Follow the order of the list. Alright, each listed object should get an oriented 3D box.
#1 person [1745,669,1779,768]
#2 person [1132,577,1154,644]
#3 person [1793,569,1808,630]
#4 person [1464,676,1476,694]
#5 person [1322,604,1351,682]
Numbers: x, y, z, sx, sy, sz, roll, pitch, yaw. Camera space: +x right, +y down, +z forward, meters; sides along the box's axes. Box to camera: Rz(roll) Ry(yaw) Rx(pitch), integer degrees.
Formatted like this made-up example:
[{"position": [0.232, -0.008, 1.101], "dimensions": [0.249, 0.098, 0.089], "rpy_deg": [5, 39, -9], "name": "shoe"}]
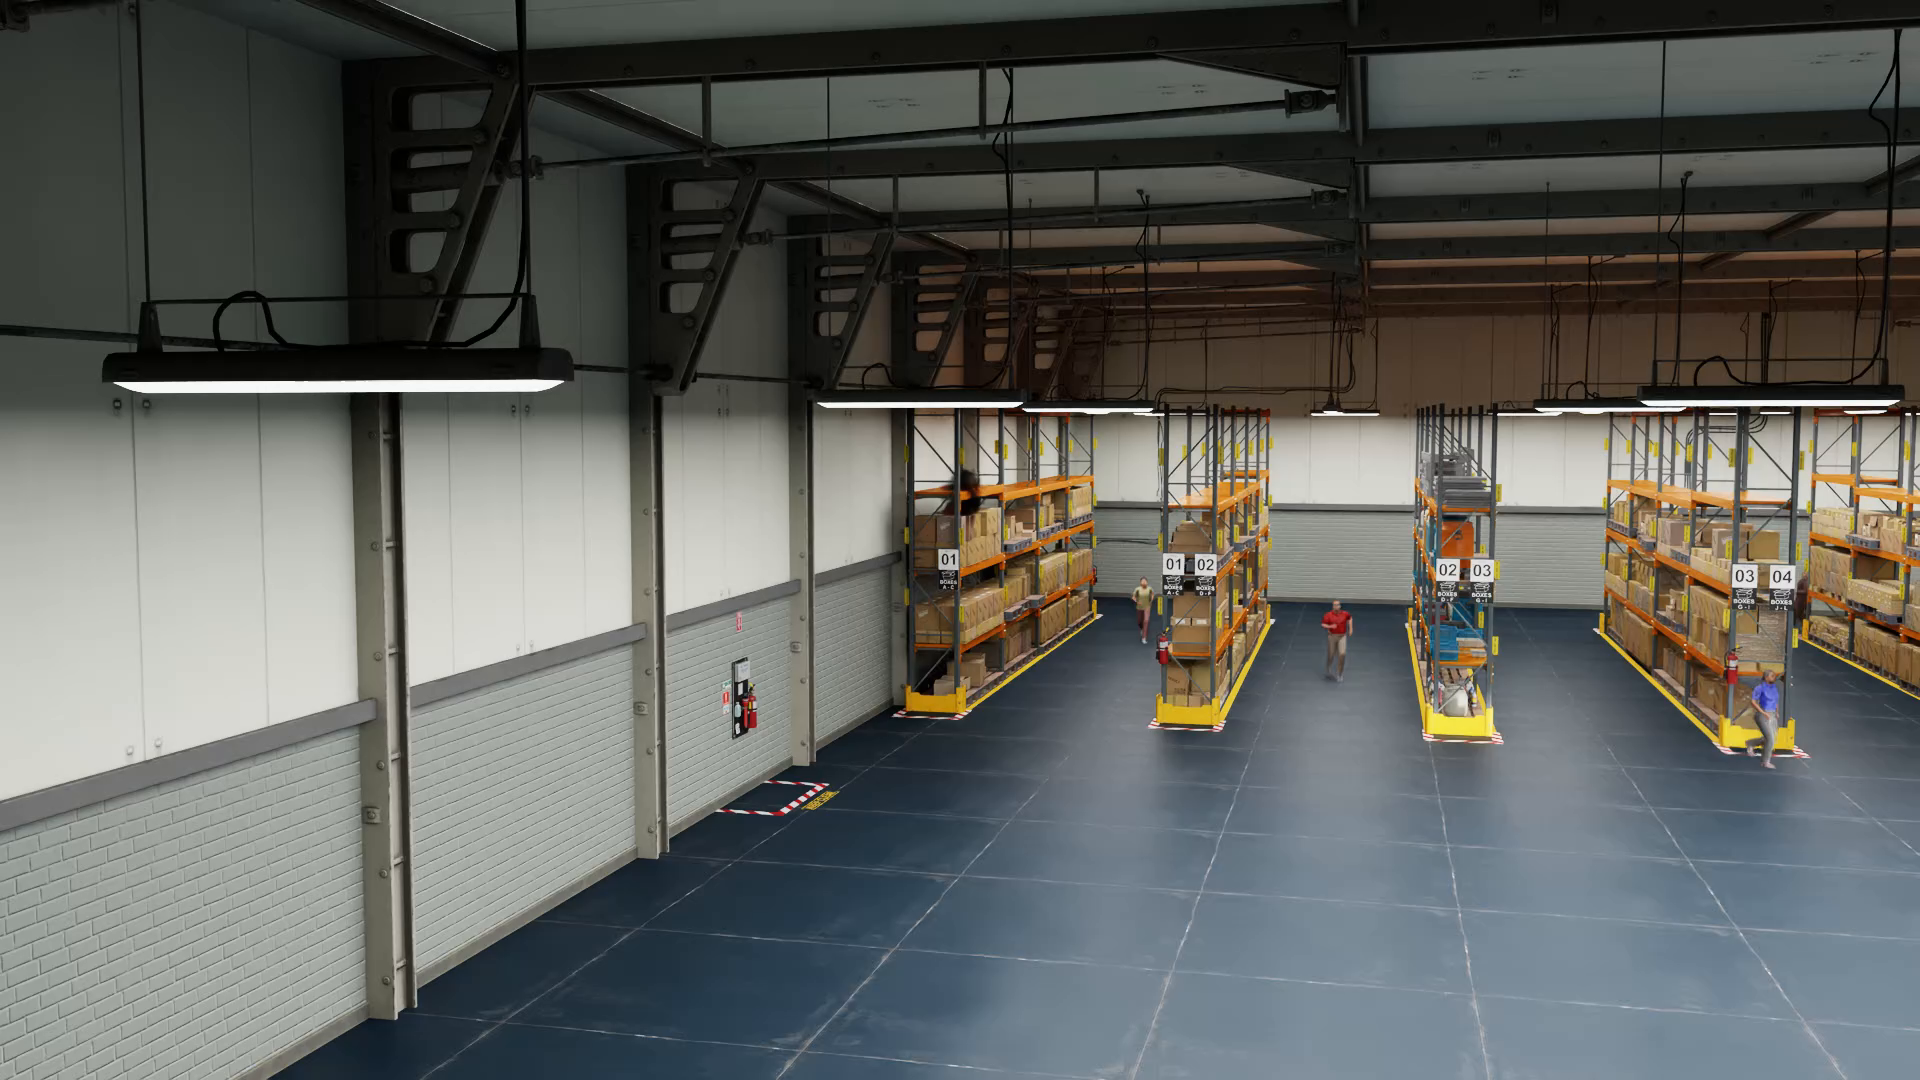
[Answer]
[{"position": [13.269, 2.945, 27.510], "dimensions": [0.612, 1.643, 0.619], "rpy_deg": [-2, 5, -29], "name": "person"}, {"position": [4.714, 1.788, 42.865], "dimensions": [0.547, 1.666, 1.119], "rpy_deg": [1, 4, 10], "name": "person"}, {"position": [22.505, 1.628, 44.603], "dimensions": [0.758, 1.758, 0.825], "rpy_deg": [2, 5, 28], "name": "person"}, {"position": [13.684, 1.090, 40.663], "dimensions": [21.204, 3.396, 18.901], "rpy_deg": [2, 5, 30], "name": "person"}, {"position": [17.623, 1.997, 40.003], "dimensions": [18.071, 1.723, 10.413], "rpy_deg": [1, 4, 9], "name": "person"}]
